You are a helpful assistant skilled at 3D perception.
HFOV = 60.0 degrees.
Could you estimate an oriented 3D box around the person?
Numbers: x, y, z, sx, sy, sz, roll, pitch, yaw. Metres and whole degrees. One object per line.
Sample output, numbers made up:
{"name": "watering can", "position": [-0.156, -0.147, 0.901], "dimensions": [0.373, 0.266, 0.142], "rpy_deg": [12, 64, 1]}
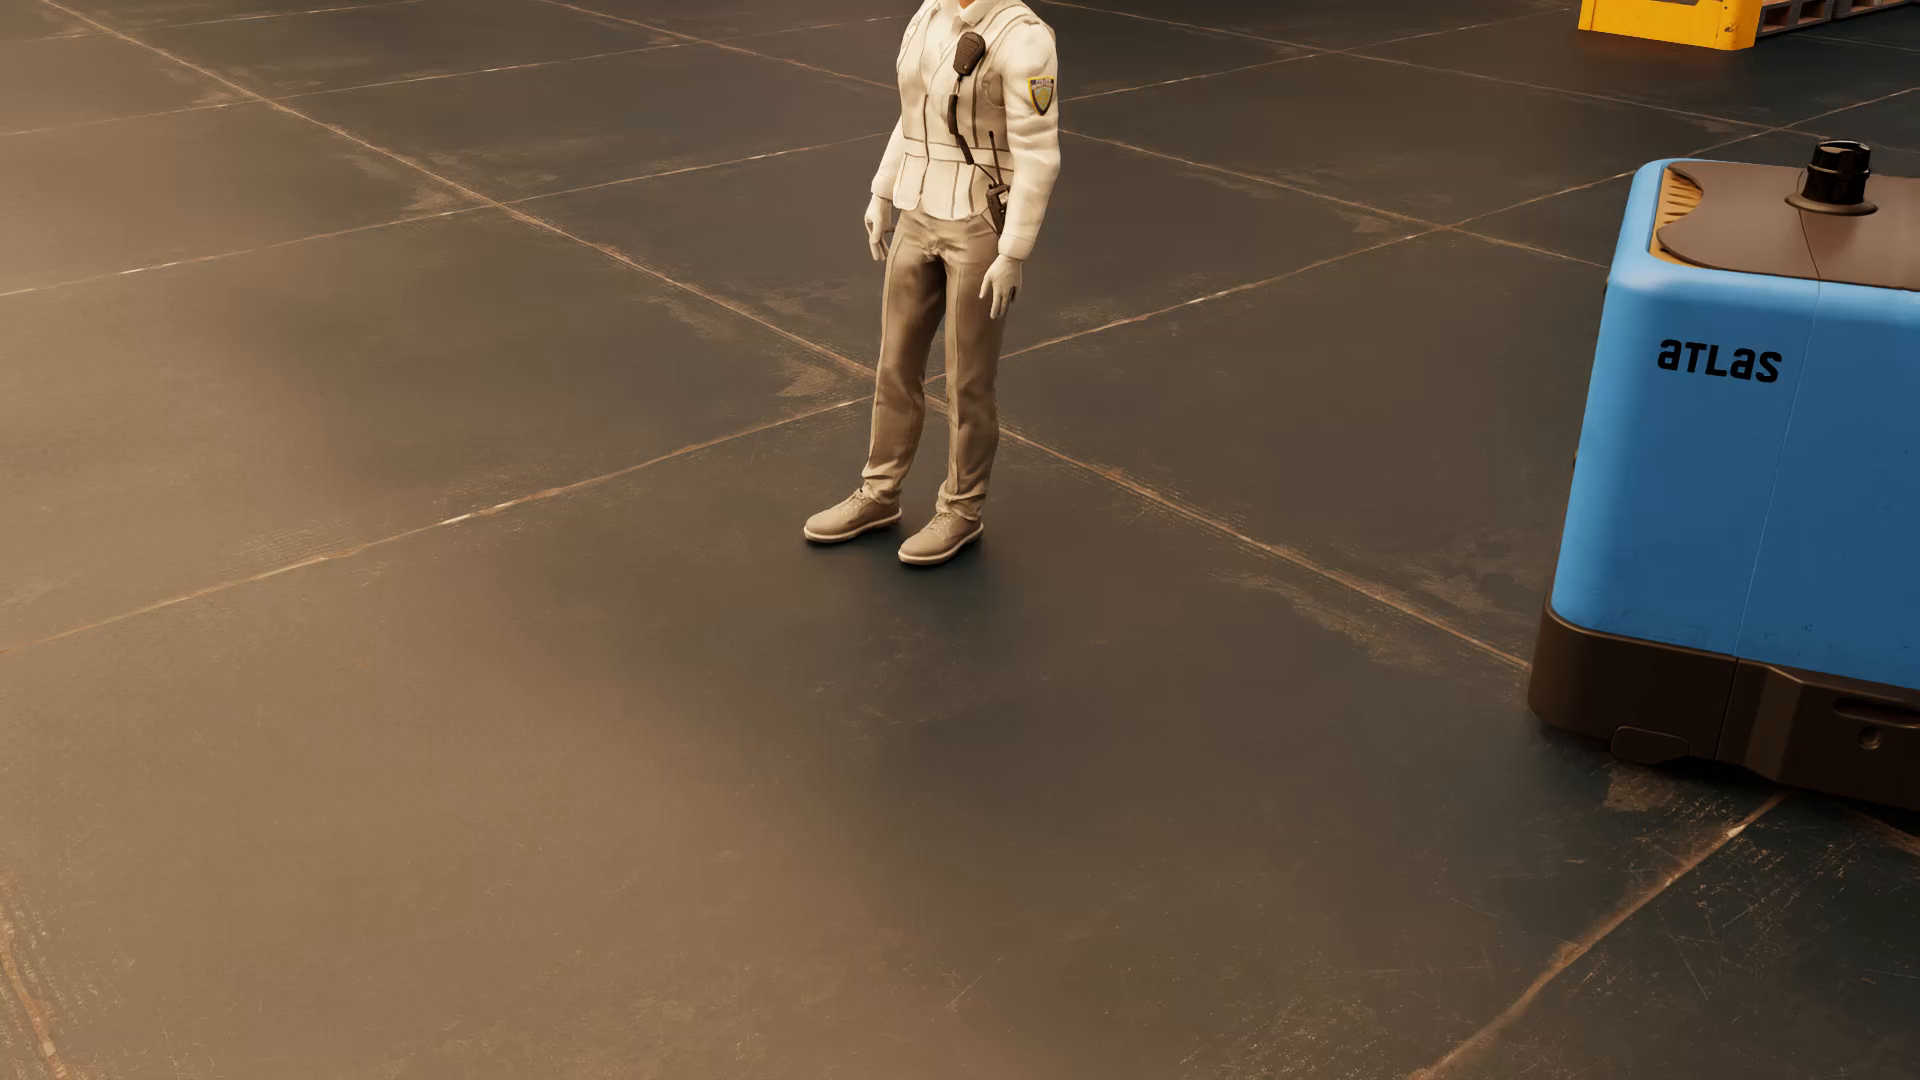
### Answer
{"name": "person", "position": [-0.058, -0.748, 4.086], "dimensions": [0.529, 1.694, 0.587], "rpy_deg": [-20, 33, -35]}

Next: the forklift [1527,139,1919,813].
{"name": "forklift", "position": [2.801, -0.811, 2.837], "dimensions": [3.031, 2.935, 1.130], "rpy_deg": [11, 28, 20]}
